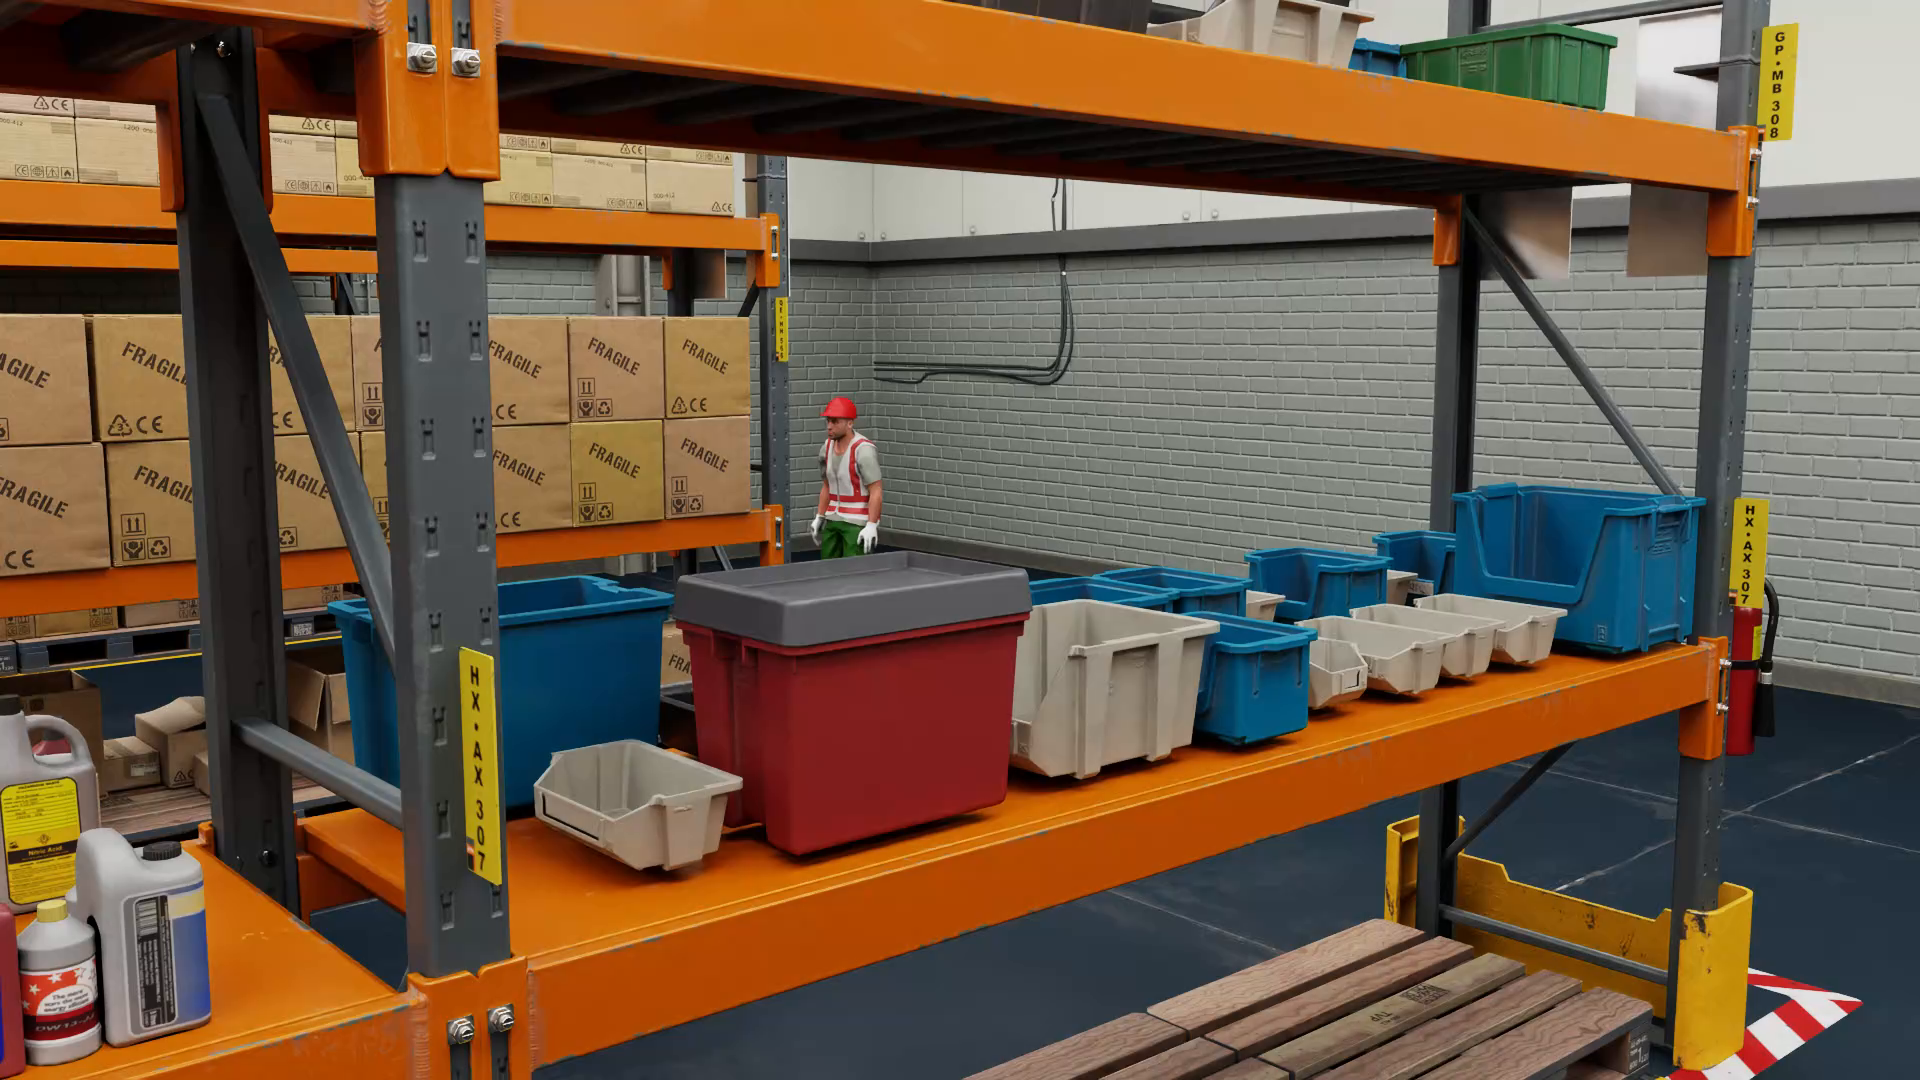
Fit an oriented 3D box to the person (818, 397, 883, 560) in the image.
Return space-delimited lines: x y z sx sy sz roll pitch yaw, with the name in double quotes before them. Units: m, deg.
"person" -0.781 -0.120 11.421 0.448 1.722 0.583 -7 10 -44
